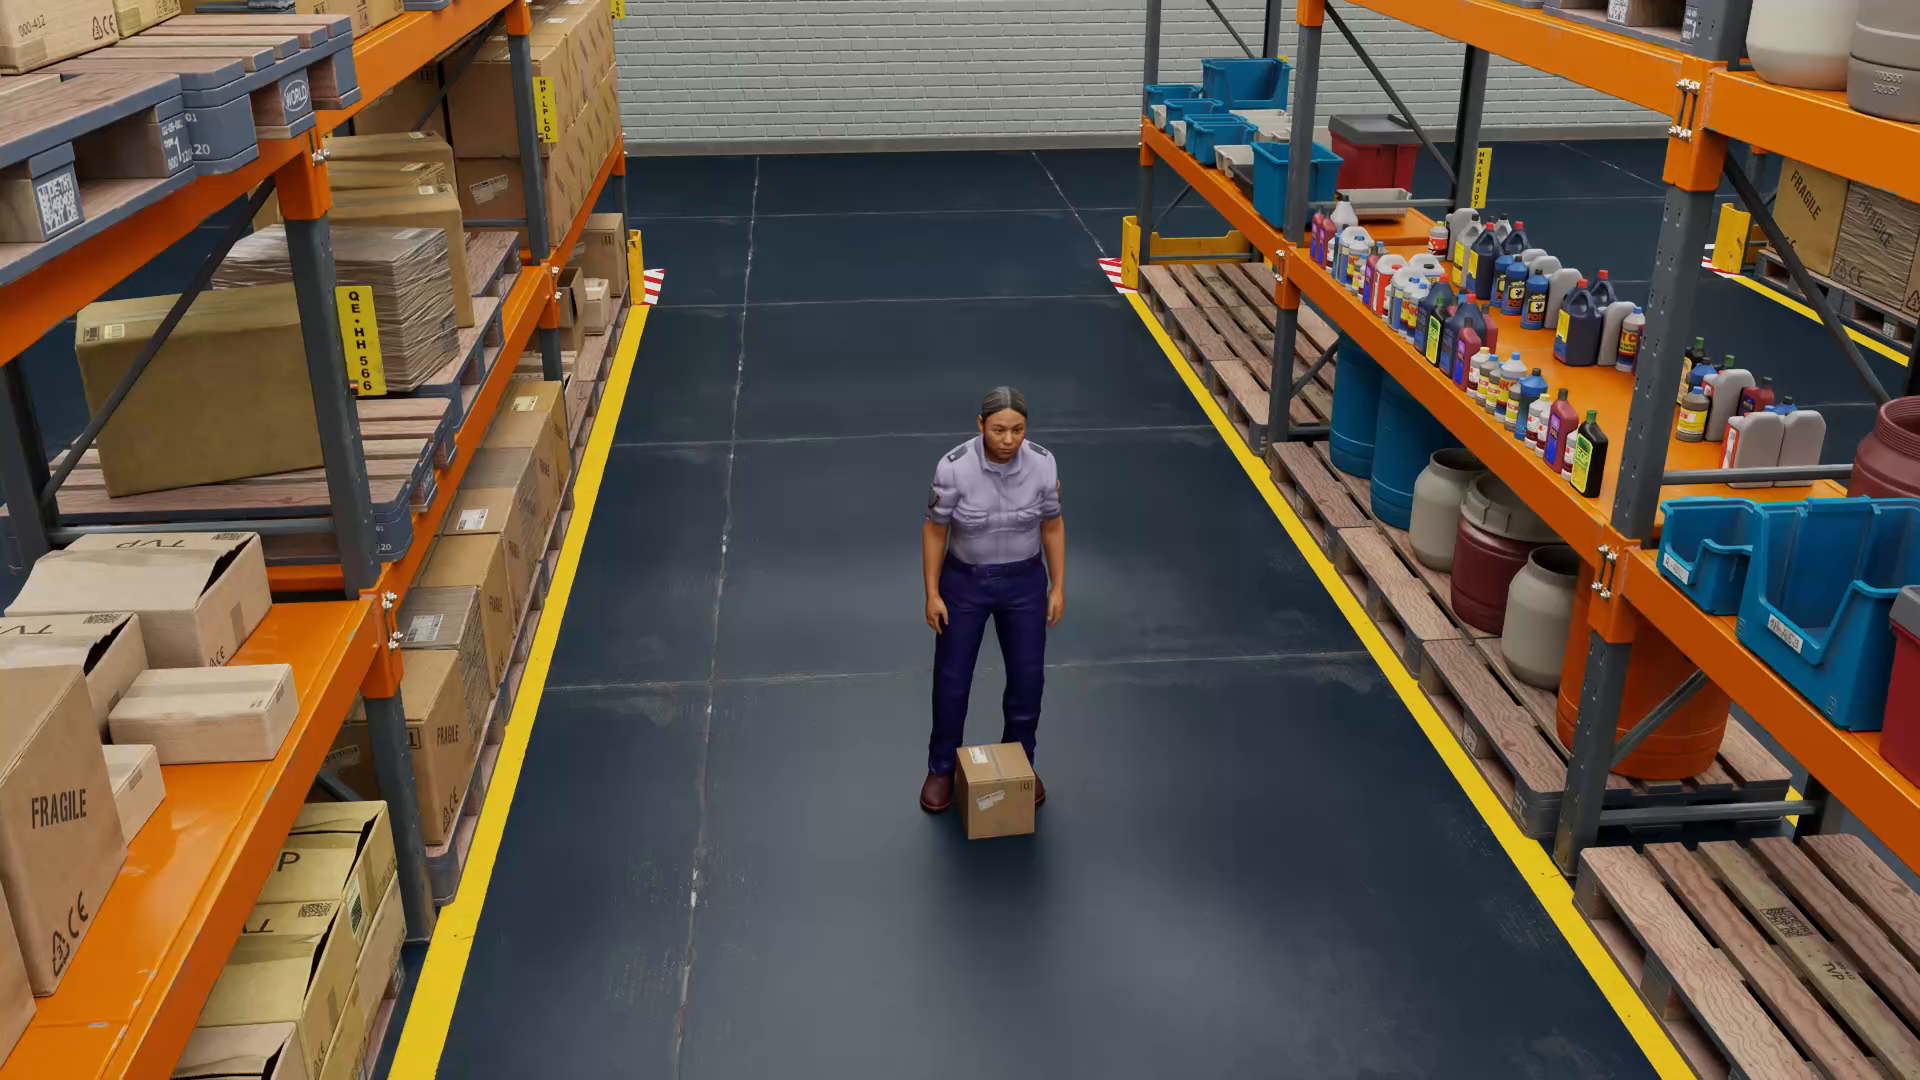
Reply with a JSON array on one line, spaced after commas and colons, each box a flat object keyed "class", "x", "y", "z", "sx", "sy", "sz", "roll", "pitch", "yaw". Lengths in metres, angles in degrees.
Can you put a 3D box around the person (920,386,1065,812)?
[{"class": "person", "x": 0.112, "y": 0.201, "z": 6.155, "sx": 0.563, "sy": 1.653, "sz": 0.368, "roll": -3, "pitch": 24, "yaw": -8}]
